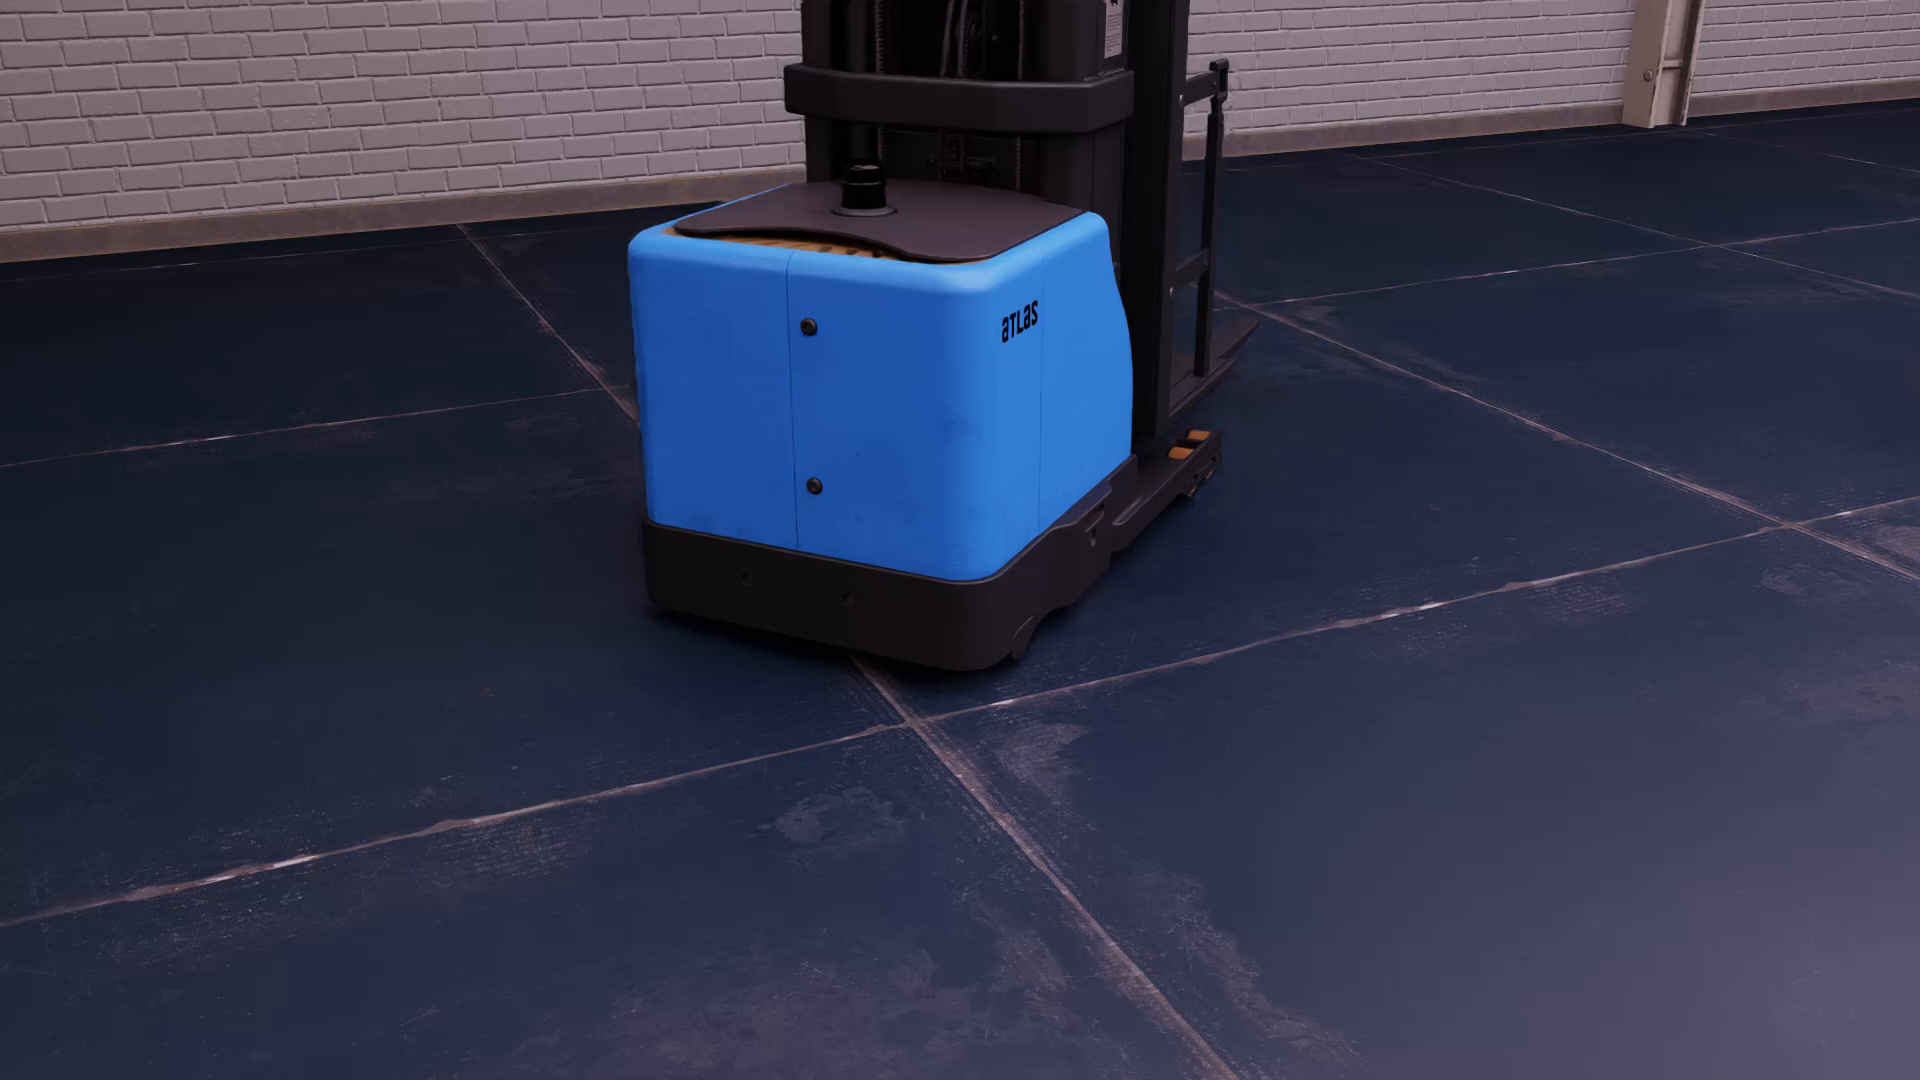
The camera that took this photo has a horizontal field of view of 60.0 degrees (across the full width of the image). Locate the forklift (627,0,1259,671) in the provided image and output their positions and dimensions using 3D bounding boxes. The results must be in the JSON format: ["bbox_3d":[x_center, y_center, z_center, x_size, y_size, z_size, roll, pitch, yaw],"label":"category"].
[{"bbox_3d":[0.236,-1.557,5.034,1.130,2.935,3.031,10,25,23],"label":"forklift"}]
